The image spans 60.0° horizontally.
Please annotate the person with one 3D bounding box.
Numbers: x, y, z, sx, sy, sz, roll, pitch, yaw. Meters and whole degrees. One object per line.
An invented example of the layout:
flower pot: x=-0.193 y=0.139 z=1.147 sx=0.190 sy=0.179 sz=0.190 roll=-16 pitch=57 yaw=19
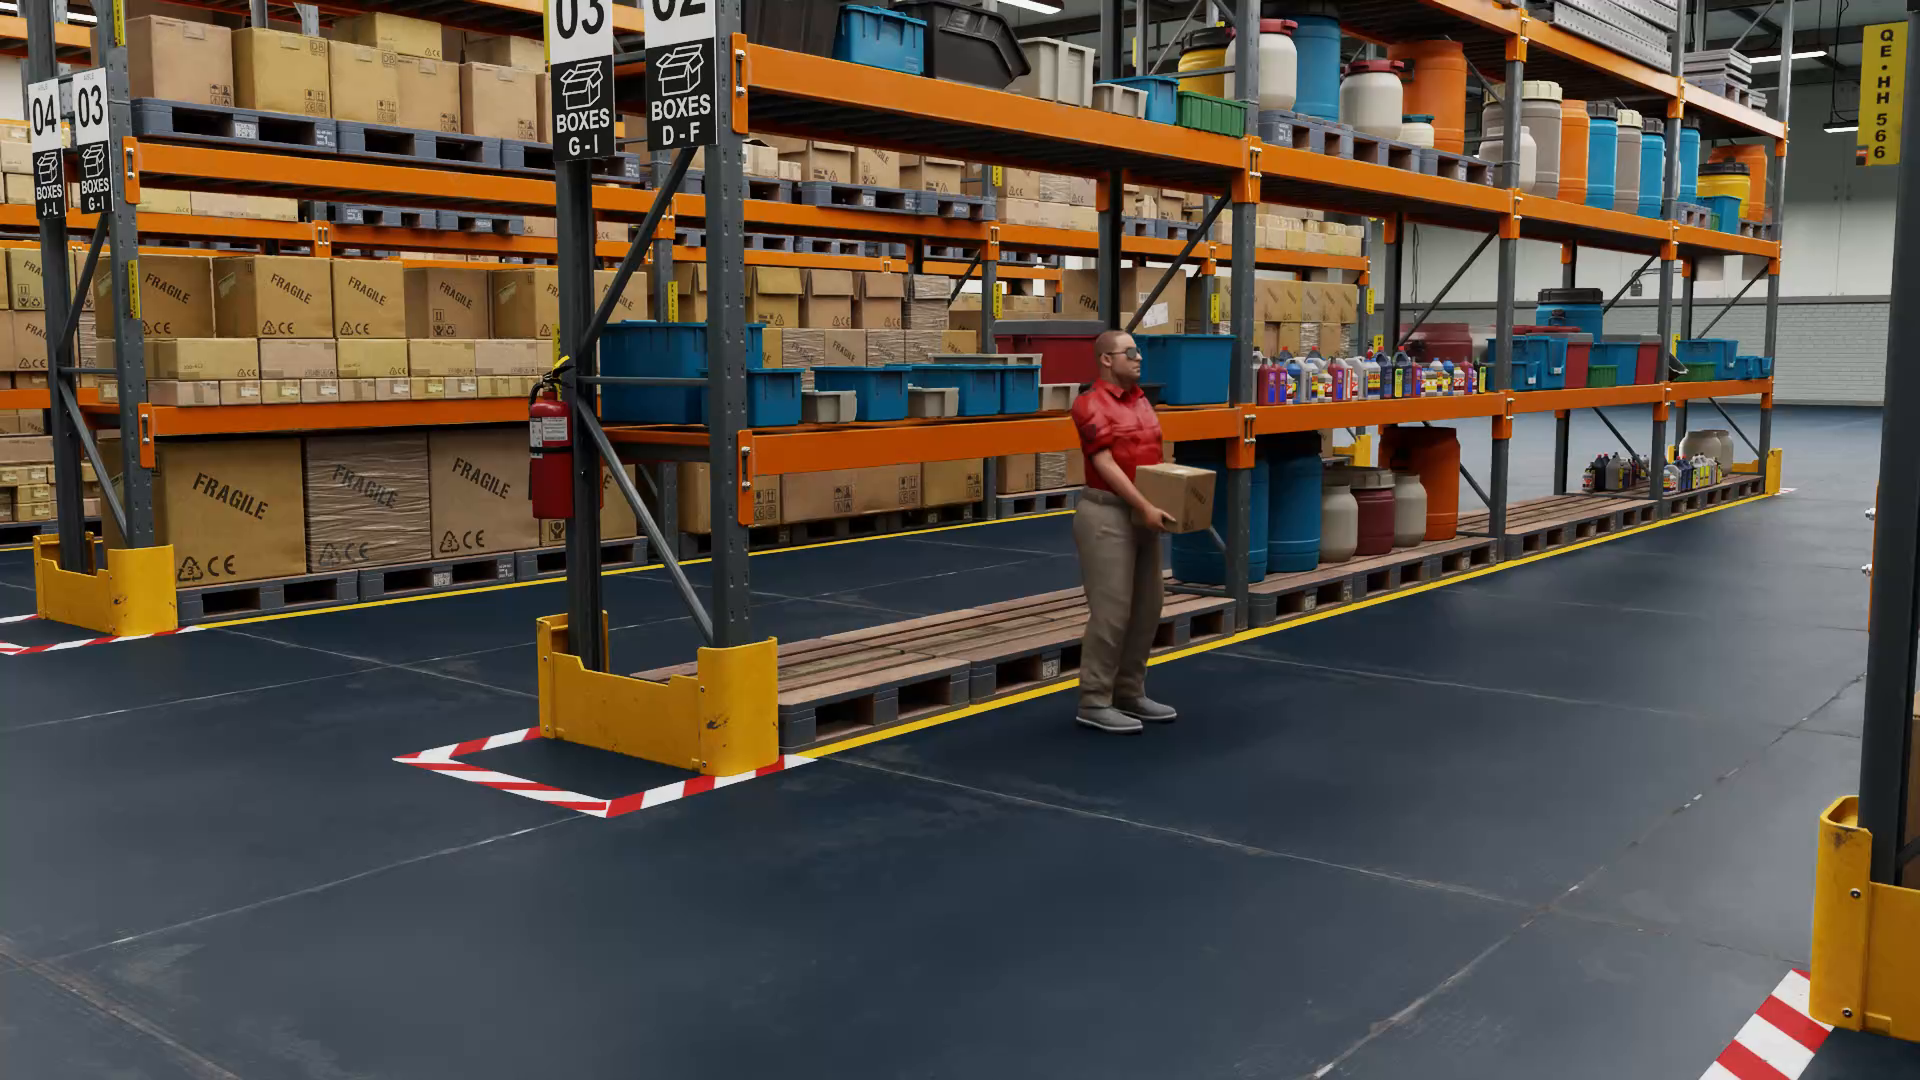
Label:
person: x=0.782 y=-0.045 z=7.215 sx=0.535 sy=1.719 sz=0.504 roll=5 pitch=8 yaw=38
